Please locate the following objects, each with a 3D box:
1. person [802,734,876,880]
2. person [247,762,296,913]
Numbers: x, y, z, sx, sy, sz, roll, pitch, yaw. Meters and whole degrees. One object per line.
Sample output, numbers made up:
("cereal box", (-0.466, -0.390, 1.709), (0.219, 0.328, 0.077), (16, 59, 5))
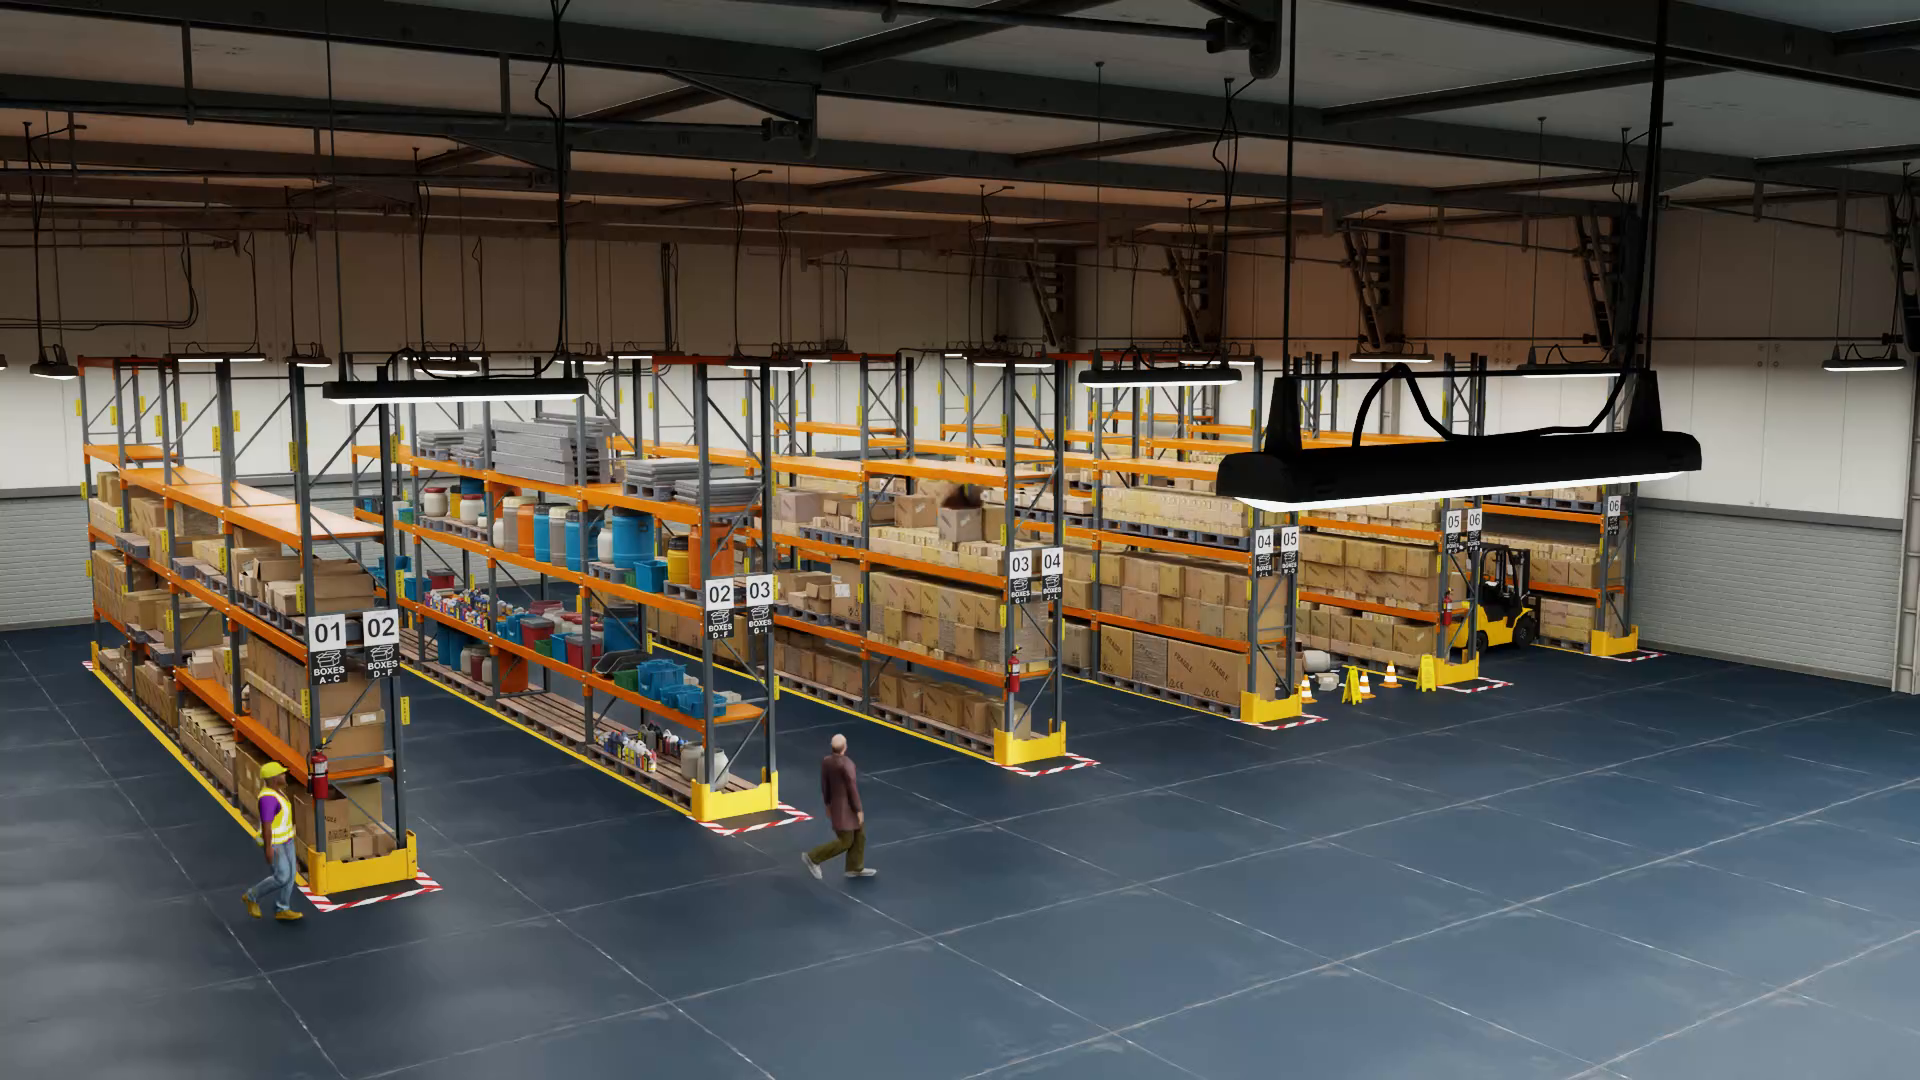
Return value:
("person", (-1.418, 3.116, 19.417), (0.862, 1.739, 0.529), (0, 7, -1))
("person", (-7.476, 3.242, 18.064), (0.500, 1.687, 0.595), (1, 7, 6))
